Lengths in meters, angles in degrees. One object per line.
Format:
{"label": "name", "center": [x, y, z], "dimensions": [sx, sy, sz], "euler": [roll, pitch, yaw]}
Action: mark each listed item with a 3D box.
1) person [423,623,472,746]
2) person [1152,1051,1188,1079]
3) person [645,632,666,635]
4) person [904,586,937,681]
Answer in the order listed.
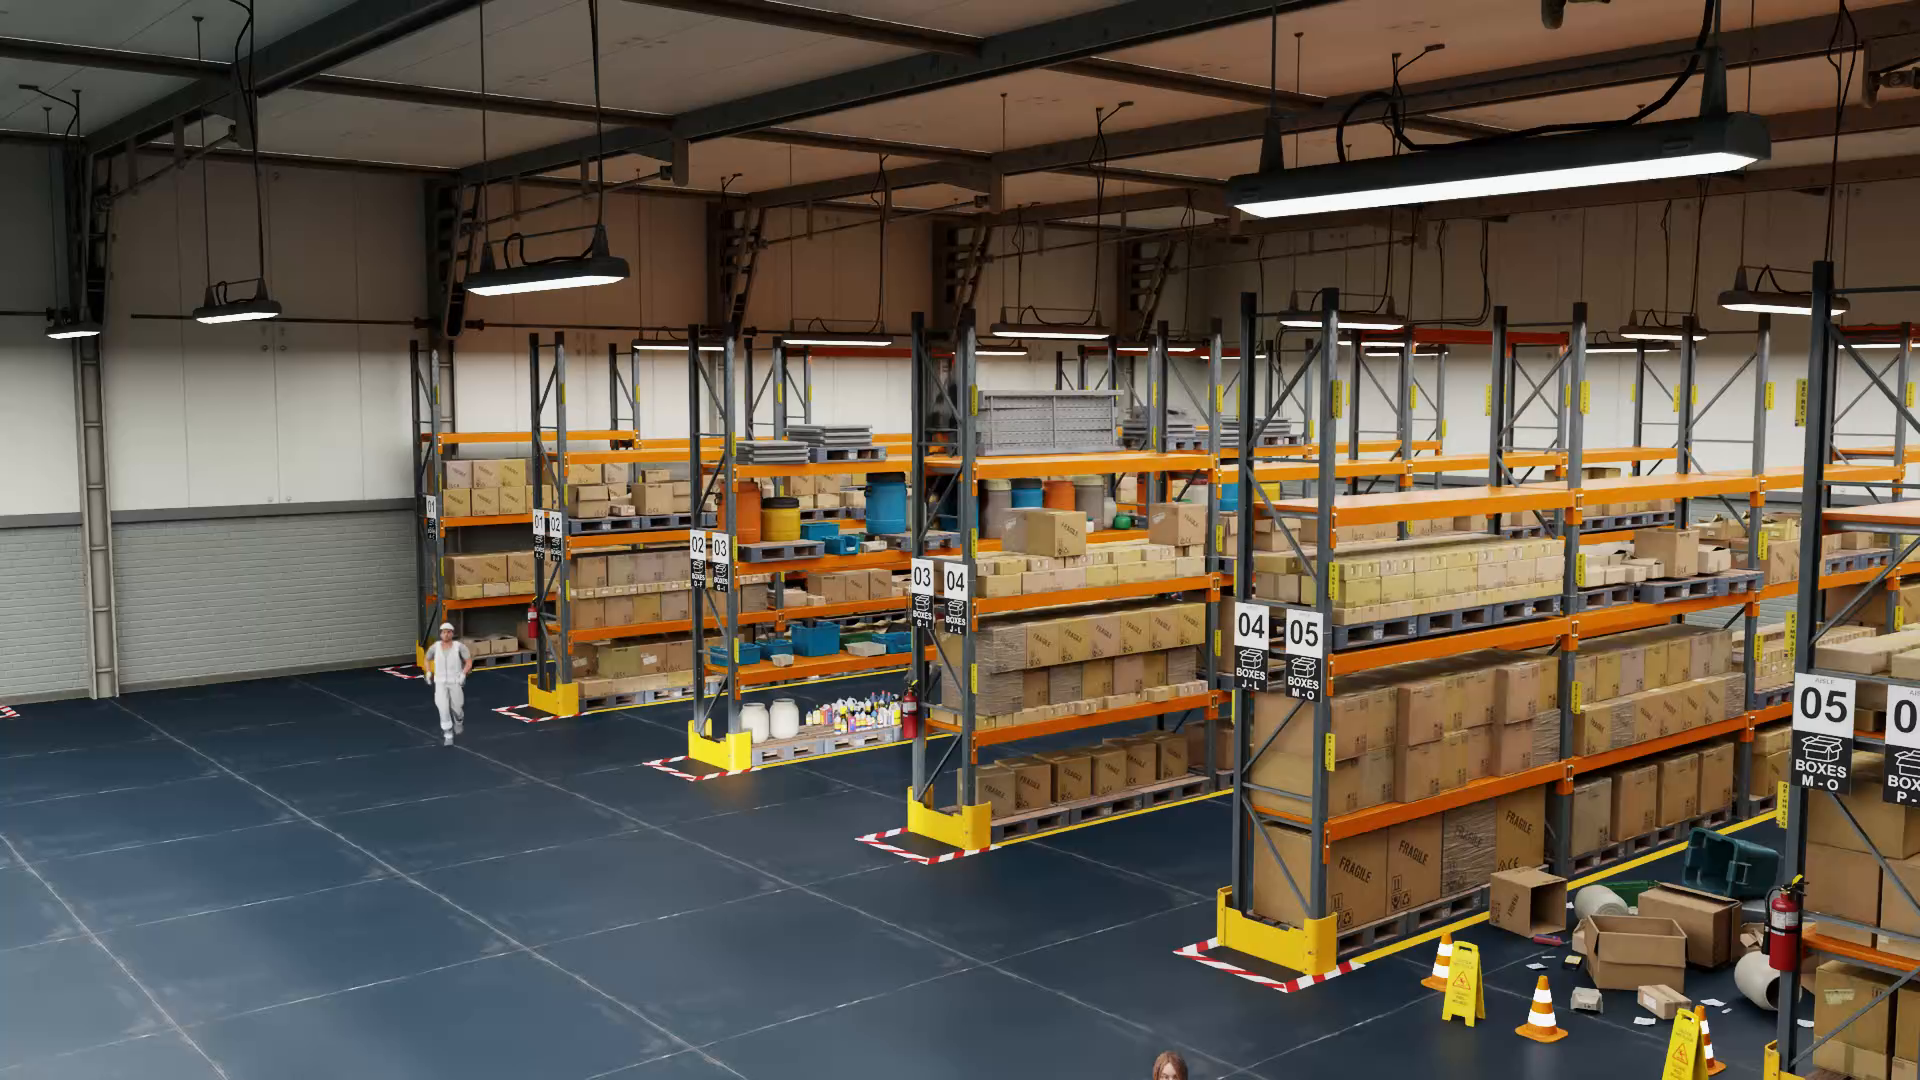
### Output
{"label": "person", "center": [-7.404, 2.063, 24.038], "dimensions": [0.681, 1.754, 0.705], "euler": [-1, 5, -10]}
{"label": "person", "center": [1.119, 3.520, 8.955], "dimensions": [0.565, 1.597, 0.832], "euler": [0, 5, 3]}
{"label": "person", "center": [-5.438, 1.553, 29.562], "dimensions": [0.677, 1.759, 0.661], "euler": [-5, 7, -41]}
{"label": "person", "center": [-0.664, 1.418, 28.027], "dimensions": [0.661, 1.889, 0.682], "euler": [-5, 7, -43]}
